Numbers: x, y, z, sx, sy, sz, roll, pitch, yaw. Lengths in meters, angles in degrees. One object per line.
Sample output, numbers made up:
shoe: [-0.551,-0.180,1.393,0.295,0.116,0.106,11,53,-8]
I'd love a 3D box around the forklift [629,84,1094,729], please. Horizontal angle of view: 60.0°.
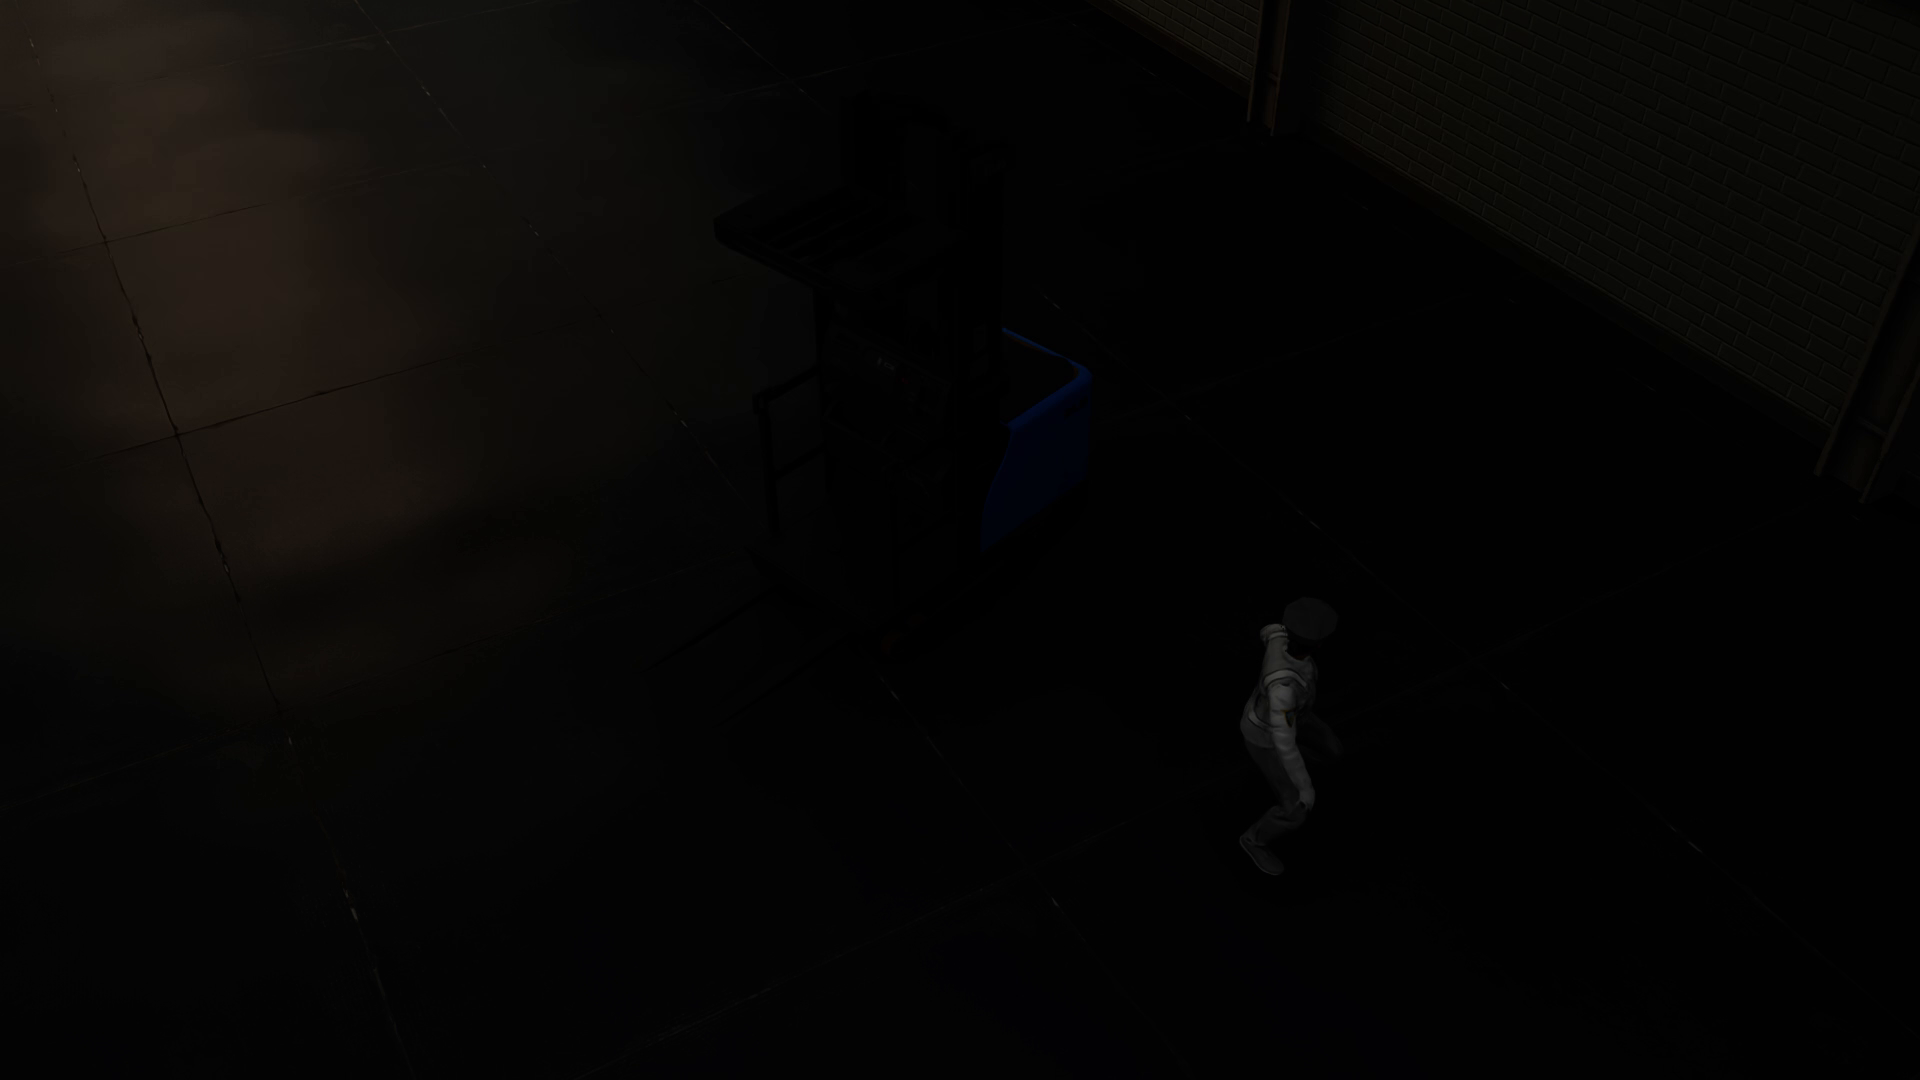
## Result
forklift: [-0.553,-0.819,9.024,1.130,2.935,3.031,30,48,31]

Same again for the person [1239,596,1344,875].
person: [1.594,0.900,8.054,0.516,1.561,0.804,17,43,19]
